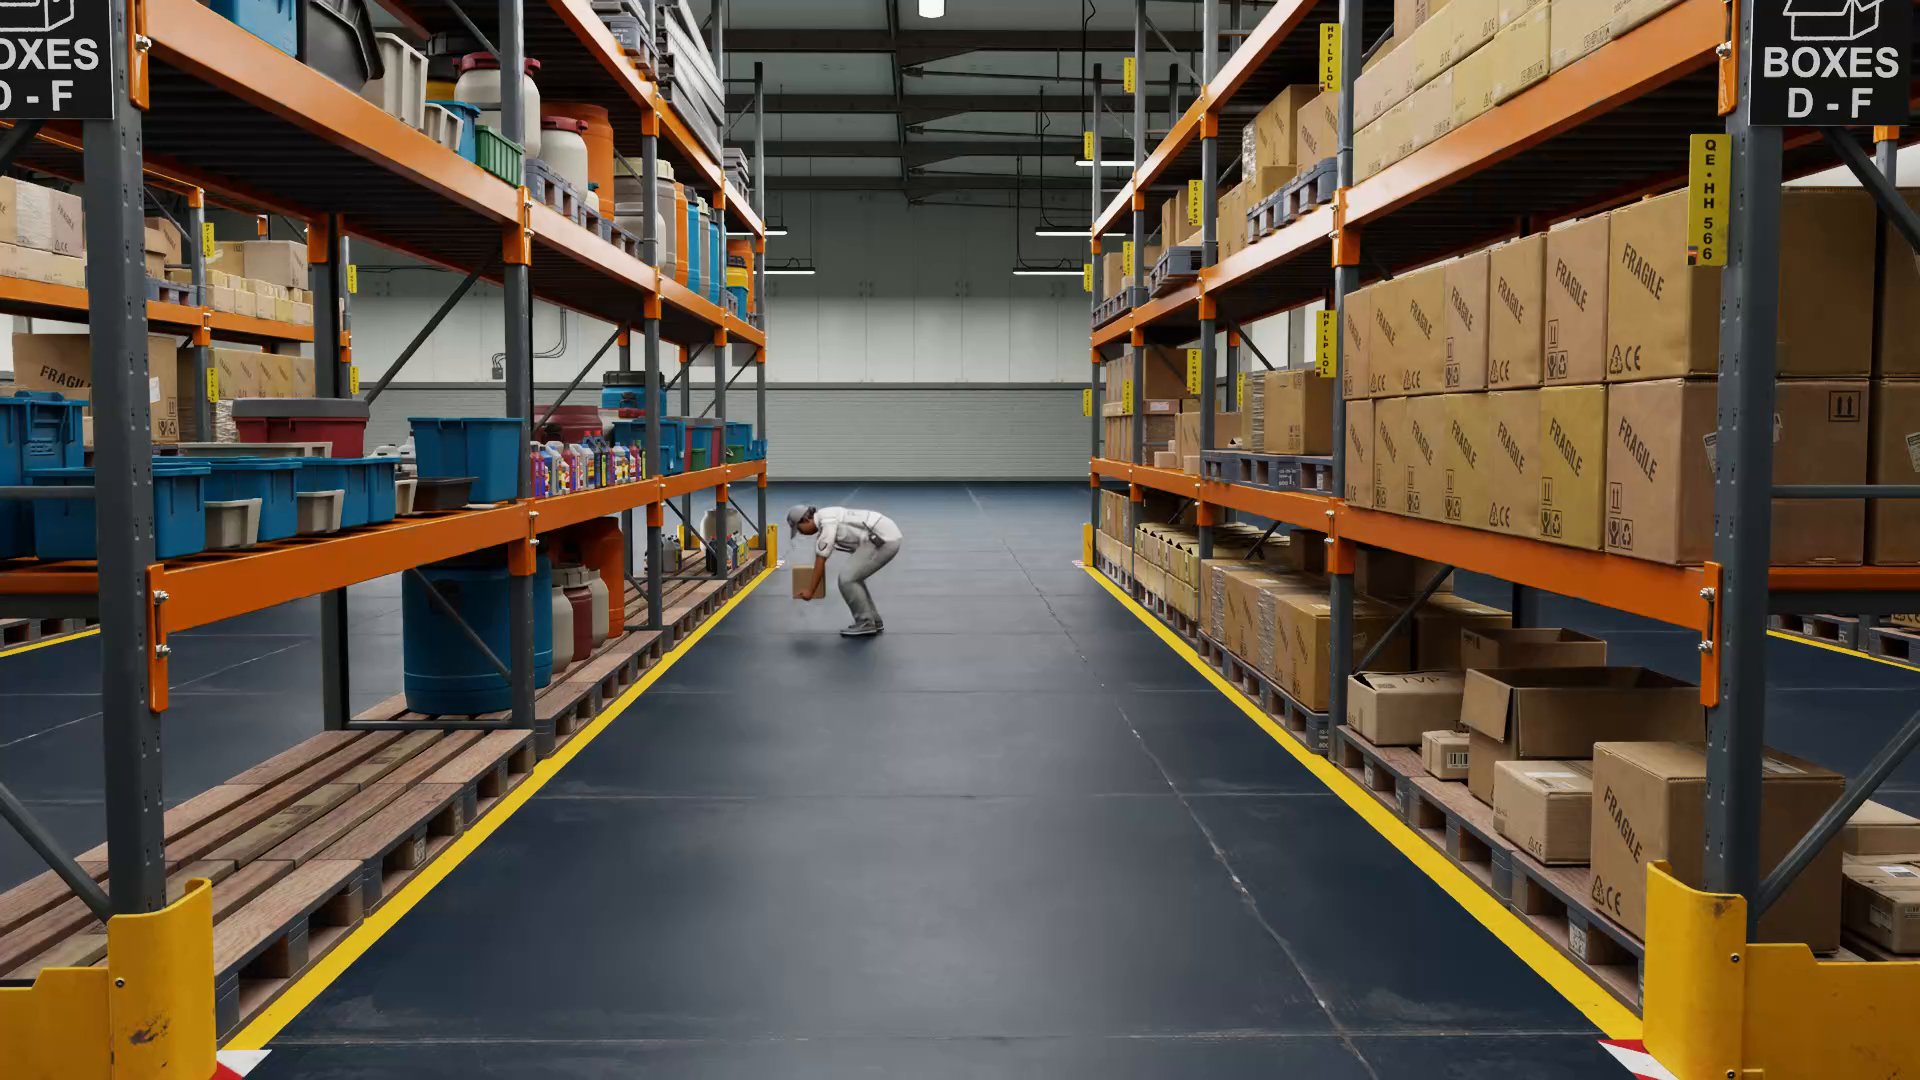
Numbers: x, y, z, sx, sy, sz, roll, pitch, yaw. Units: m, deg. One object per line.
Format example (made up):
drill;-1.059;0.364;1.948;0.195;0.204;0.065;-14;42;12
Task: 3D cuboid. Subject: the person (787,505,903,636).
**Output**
person;-0.933;0.242;13.499;0.936;1.049;0.481;0;4;-4
